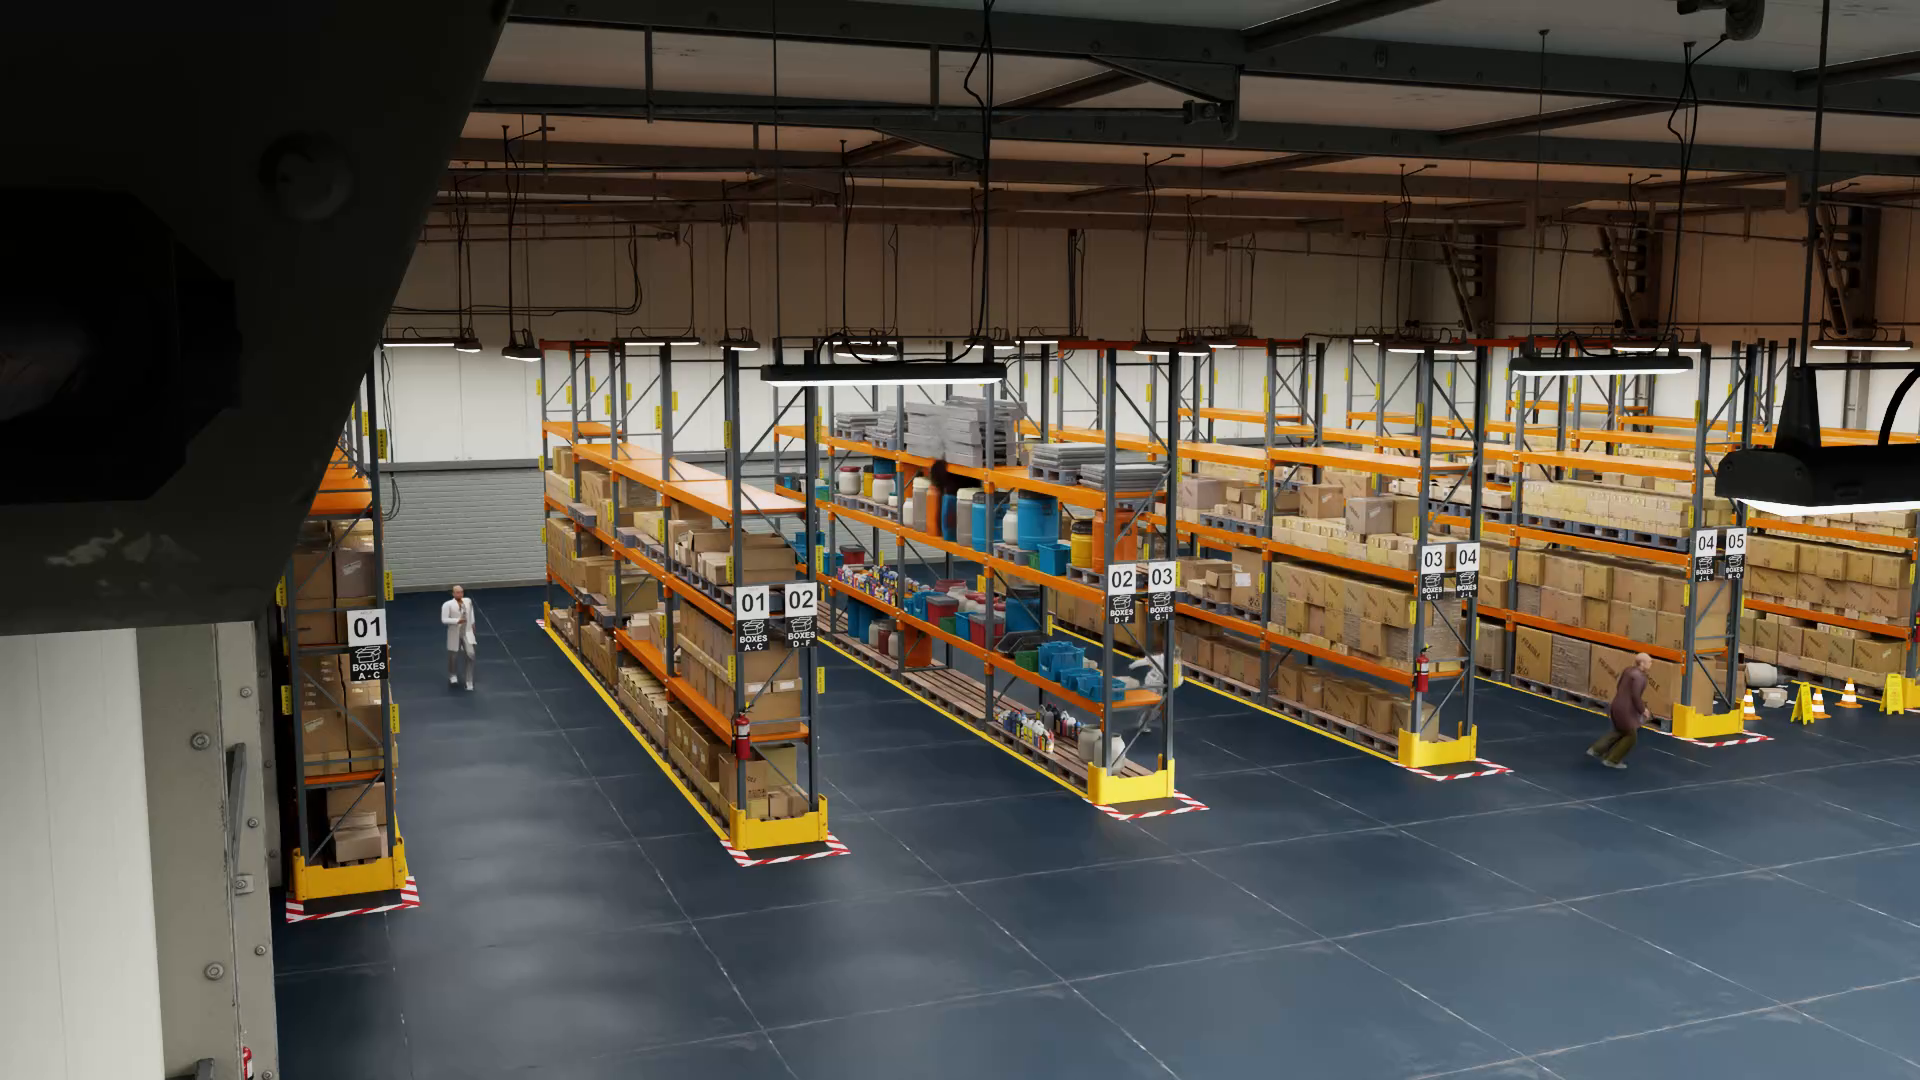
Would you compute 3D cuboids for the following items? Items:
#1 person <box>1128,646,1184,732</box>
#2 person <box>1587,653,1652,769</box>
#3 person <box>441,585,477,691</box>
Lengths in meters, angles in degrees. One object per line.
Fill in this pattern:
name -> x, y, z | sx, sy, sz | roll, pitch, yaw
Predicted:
person -> 3.082, 2.293, 25.592 | 0.624, 1.423, 0.943 | -4, 8, -25
person -> 9.377, 2.430, 23.624 | 0.784, 1.712, 0.682 | 1, 7, 8
person -> -8.707, 1.698, 28.912 | 0.657, 1.847, 0.932 | -5, 9, -33
